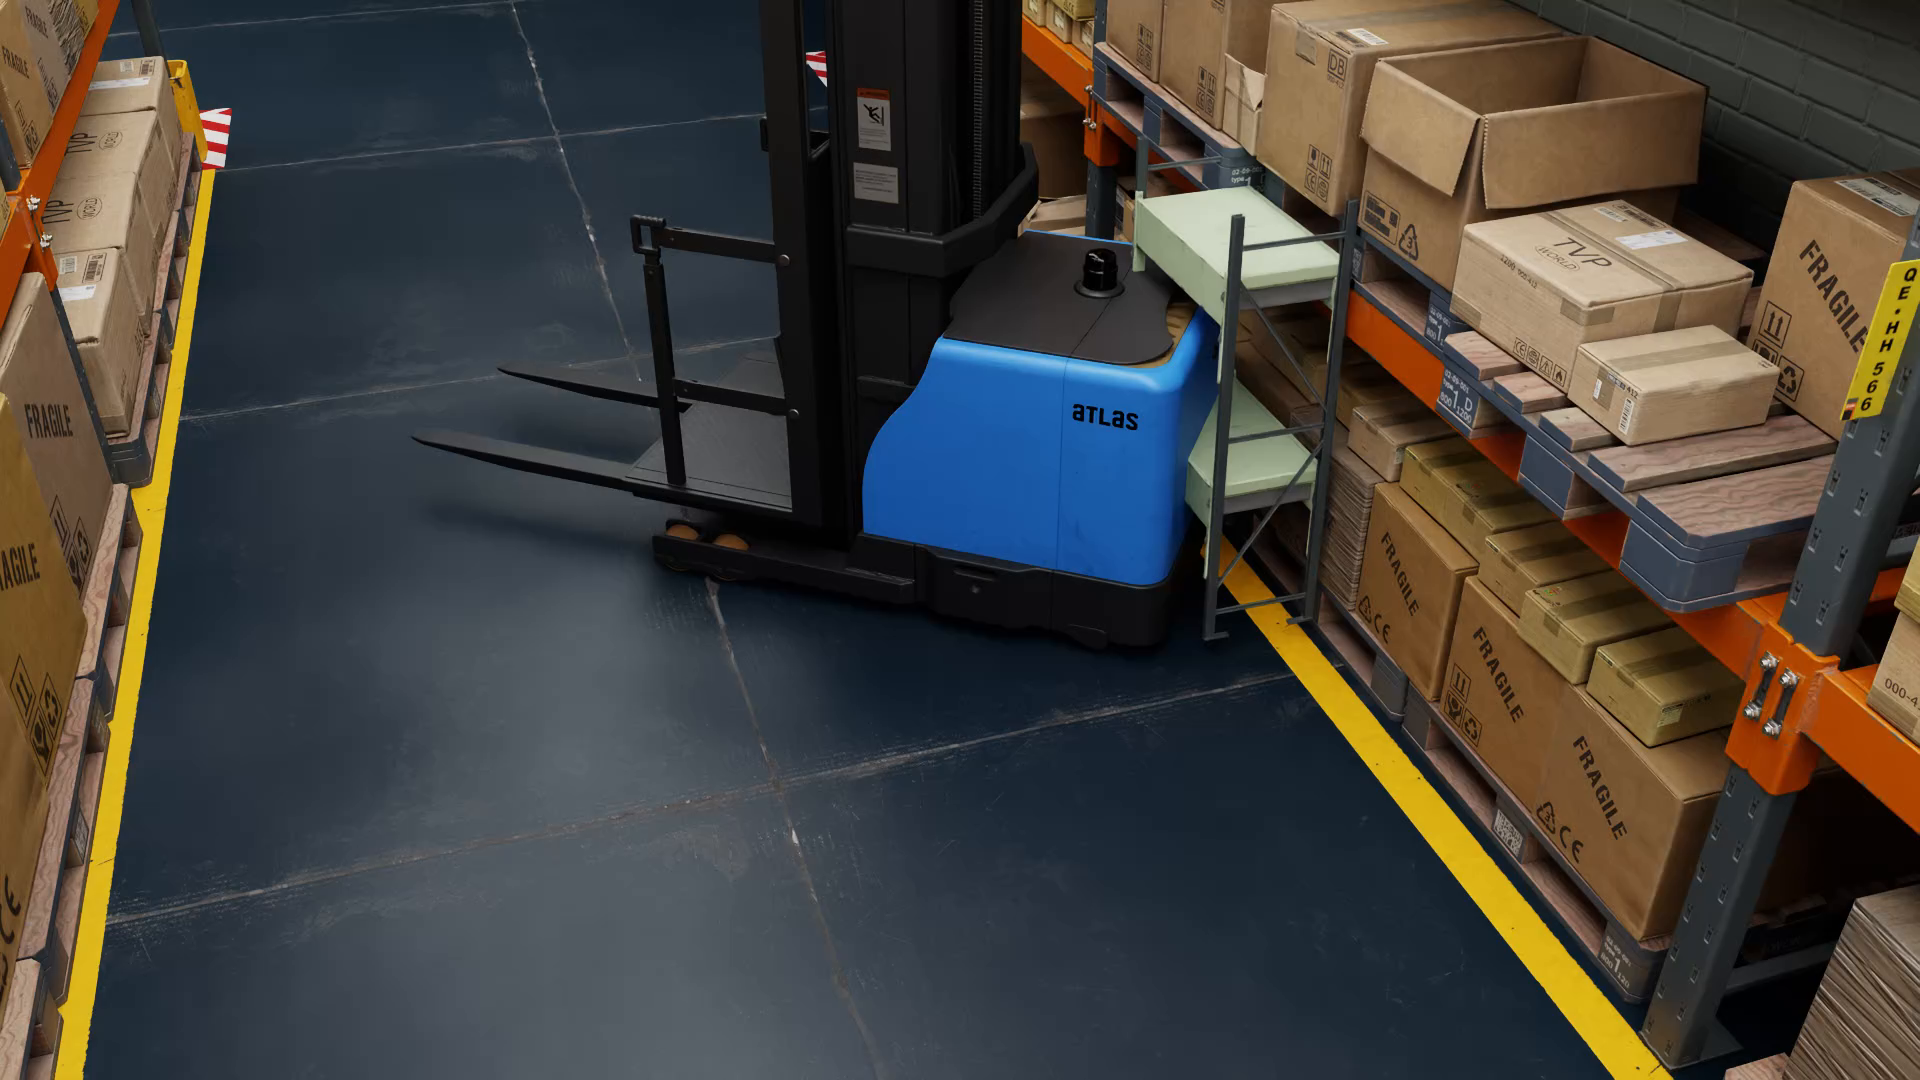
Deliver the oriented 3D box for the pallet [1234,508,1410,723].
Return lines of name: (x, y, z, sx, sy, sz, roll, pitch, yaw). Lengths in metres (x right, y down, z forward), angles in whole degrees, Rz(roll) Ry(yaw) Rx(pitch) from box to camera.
pallet: (1.690, 0.107, 5.897, 1.003, 0.211, 1.213, -10, 35, -15)

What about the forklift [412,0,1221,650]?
forklift: (-0.592, -1.337, 5.614, 3.031, 2.935, 1.130, 11, 35, 16)

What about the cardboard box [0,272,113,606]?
cardboard box: (-3.431, -0.259, 5.467, 0.875, 0.875, 0.875, -9, 34, -13)

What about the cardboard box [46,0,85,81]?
cardboard box: (-3.885, -2.141, 6.679, 0.500, 0.500, 0.500, -10, 35, -14)

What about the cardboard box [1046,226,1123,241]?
cardboard box: (0.580, -1.348, 7.774, 0.380, 0.149, 0.250, -11, 35, -16)

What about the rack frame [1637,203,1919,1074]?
rack frame: (2.250, -0.019, 3.557, 1.000, 3.000, 0.127, -10, 35, -15)

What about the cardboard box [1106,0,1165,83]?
cardboard box: (0.965, -2.044, 6.151, 0.700, 0.500, 0.500, -9, 35, -14)

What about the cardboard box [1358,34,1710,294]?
cardboard box: (1.576, -1.063, 4.663, 0.797, 0.503, 0.637, -11, 35, -16)

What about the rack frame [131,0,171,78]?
rack frame: (-4.916, -3.382, 8.648, 1.000, 3.000, 0.127, -10, 35, -15)

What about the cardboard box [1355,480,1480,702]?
cardboard box: (1.612, 0.124, 5.227, 0.500, 0.500, 0.500, -9, 34, -13)

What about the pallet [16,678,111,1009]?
pallet: (-3.013, 0.915, 4.673, 1.003, 0.211, 1.213, -10, 35, -15)

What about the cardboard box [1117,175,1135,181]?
cardboard box: (0.921, -1.719, 8.335, 0.380, 0.149, 0.250, -10, 35, -15)

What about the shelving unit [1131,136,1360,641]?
shelving unit: (0.890, -0.518, 5.544, 0.431, 1.500, 0.755, -10, 33, -13)

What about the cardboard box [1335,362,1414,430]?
cardboard box: (1.454, -0.477, 5.549, 0.380, 0.149, 0.250, -10, 35, -15)

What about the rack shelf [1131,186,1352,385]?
rack shelf: (0.882, -0.848, 5.337, 0.431, 0.370, 0.720, -10, 33, -13)

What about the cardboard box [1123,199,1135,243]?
cardboard box: (0.886, -1.289, 6.777, 0.380, 0.149, 0.250, -8, 34, -12)

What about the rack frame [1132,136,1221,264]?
rack frame: (0.784, -0.703, 5.842, 0.400, 1.500, 0.023, -10, 33, -13)

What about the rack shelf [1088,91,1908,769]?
rack shelf: (1.640, -0.769, 5.345, 1.077, 0.370, 4.000, -10, 35, -15)

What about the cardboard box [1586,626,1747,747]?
cardboard box: (1.858, 0.362, 4.280, 0.380, 0.149, 0.250, -12, 35, -17)

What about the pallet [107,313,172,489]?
pallet: (-3.853, -0.531, 6.862, 1.003, 0.211, 1.213, -10, 35, -15)

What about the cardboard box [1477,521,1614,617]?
cardboard box: (1.707, 0.078, 4.709, 0.380, 0.149, 0.250, -11, 35, -16)

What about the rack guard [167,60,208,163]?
rack guard: (-4.923, -2.352, 9.356, 1.175, 0.500, 0.348, -10, 35, -15)

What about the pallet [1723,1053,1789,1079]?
pallet: (2.464, 1.584, 3.662, 1.003, 0.211, 1.213, -10, 35, -15)

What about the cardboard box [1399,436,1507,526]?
cardboard box: (1.593, -0.199, 5.129, 0.380, 0.149, 0.250, -11, 35, -15)

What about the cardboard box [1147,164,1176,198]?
cardboard box: (0.944, -1.423, 6.711, 0.380, 0.149, 0.250, -11, 35, -16)

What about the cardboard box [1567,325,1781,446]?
cardboard box: (1.684, -0.369, 3.935, 0.380, 0.149, 0.250, -9, 35, -14)

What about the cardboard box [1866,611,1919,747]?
cardboard box: (2.153, 0.318, 3.184, 0.500, 0.250, 0.500, -10, 35, -15)

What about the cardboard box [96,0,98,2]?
cardboard box: (-4.212, -2.681, 7.495, 0.500, 0.500, 0.500, -9, 35, -13)

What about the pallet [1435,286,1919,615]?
pallet: (1.977, -0.283, 4.131, 1.213, 0.211, 1.003, -10, 35, -15)

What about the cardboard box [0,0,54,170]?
cardboard box: (-3.590, -1.614, 5.881, 0.500, 0.500, 0.500, -9, 34, -13)

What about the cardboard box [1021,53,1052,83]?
cardboard box: (0.196, -2.264, 8.842, 0.500, 0.500, 0.500, -9, 35, -14)

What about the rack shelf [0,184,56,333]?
rack shelf: (-3.086, 0.068, 4.079, 1.077, 0.370, 4.000, -10, 35, -15)

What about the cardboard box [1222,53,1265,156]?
cardboard box: (1.088, -1.444, 5.455, 0.396, 0.266, 0.258, -8, 34, -12)

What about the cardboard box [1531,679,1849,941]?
cardboard box: (1.916, 0.663, 4.412, 0.500, 0.500, 0.500, -9, 35, -13)

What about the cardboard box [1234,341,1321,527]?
cardboard box: (1.283, -0.419, 6.049, 0.500, 0.500, 0.500, -11, 35, -16)

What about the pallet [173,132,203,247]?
pallet: (-4.598, -1.812, 8.801, 1.003, 0.211, 1.213, -10, 35, -15)

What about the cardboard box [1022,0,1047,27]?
cardboard box: (0.490, -2.404, 7.396, 0.380, 0.149, 0.250, -9, 35, -13)

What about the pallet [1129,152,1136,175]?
pallet: (0.446, -1.958, 9.021, 1.003, 0.211, 1.213, -10, 35, -15)

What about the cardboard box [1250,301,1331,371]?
cardboard box: (1.271, -0.744, 5.953, 0.380, 0.149, 0.250, -10, 35, -15)

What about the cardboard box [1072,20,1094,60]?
cardboard box: (0.692, -2.139, 6.994, 0.380, 0.149, 0.250, -10, 35, -14)

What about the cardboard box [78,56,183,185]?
cardboard box: (-4.620, -2.159, 8.739, 0.875, 0.438, 0.875, -11, 35, -16)

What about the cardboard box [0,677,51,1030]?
cardboard box: (-2.876, 0.684, 4.041, 0.875, 0.875, 0.875, -10, 35, -14)

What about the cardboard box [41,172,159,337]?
cardboard box: (-4.059, -1.206, 7.297, 0.875, 0.438, 0.875, -11, 35, -16)

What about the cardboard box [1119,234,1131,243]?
cardboard box: (0.963, -0.959, 6.867, 0.500, 0.500, 0.500, -9, 34, -13)

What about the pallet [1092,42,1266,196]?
pallet: (1.170, -1.601, 6.126, 1.003, 0.211, 1.213, -10, 35, -15)
